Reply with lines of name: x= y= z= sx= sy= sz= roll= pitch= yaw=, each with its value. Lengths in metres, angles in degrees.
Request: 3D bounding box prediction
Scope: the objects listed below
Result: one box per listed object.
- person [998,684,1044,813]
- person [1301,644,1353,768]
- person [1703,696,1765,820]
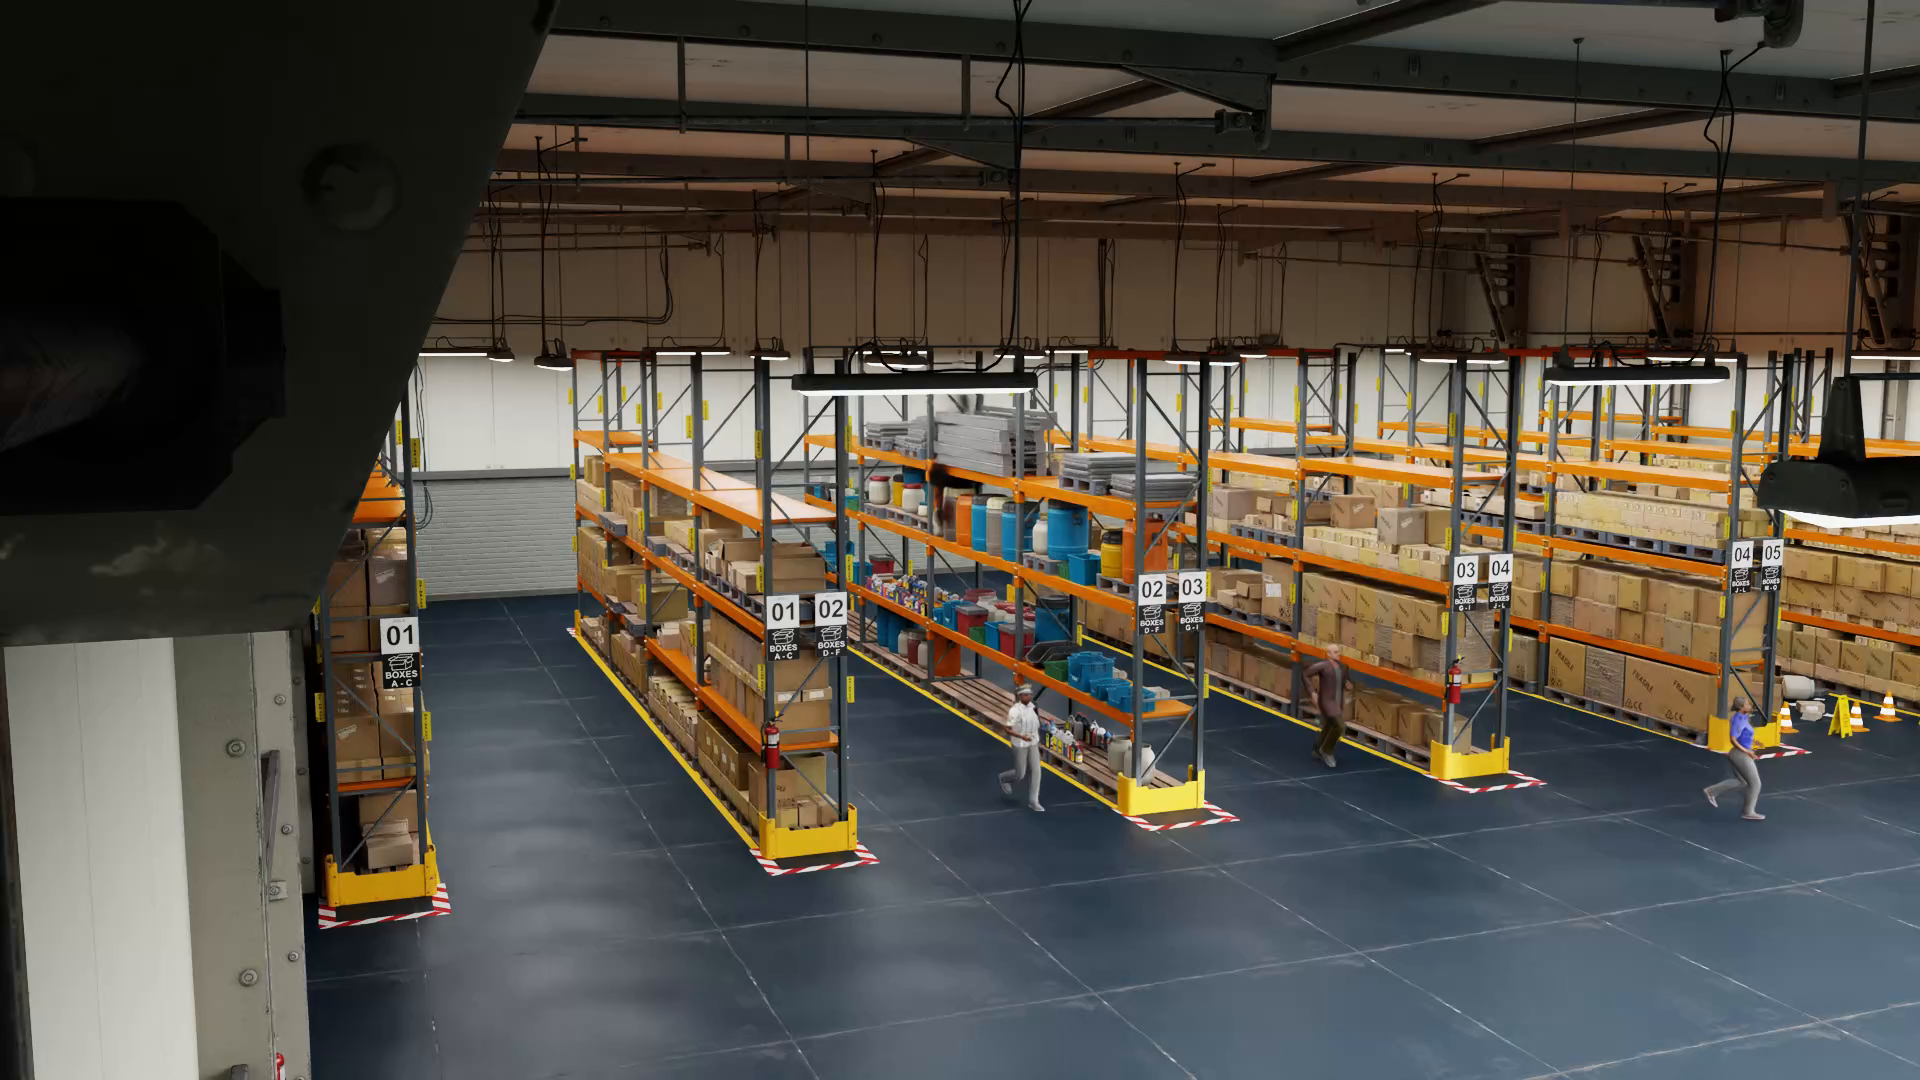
person: x=0.850 y=2.741 z=22.254 sx=0.579 sy=1.692 sz=0.851 roll=-5 pitch=9 yaw=-36
person: x=5.456 y=2.427 z=24.406 sx=0.684 sy=1.804 sz=0.743 roll=-6 pitch=9 yaw=-38
person: x=10.157 y=2.843 z=21.708 sx=0.729 sy=1.603 sz=0.585 roll=2 pitch=7 yaw=16
